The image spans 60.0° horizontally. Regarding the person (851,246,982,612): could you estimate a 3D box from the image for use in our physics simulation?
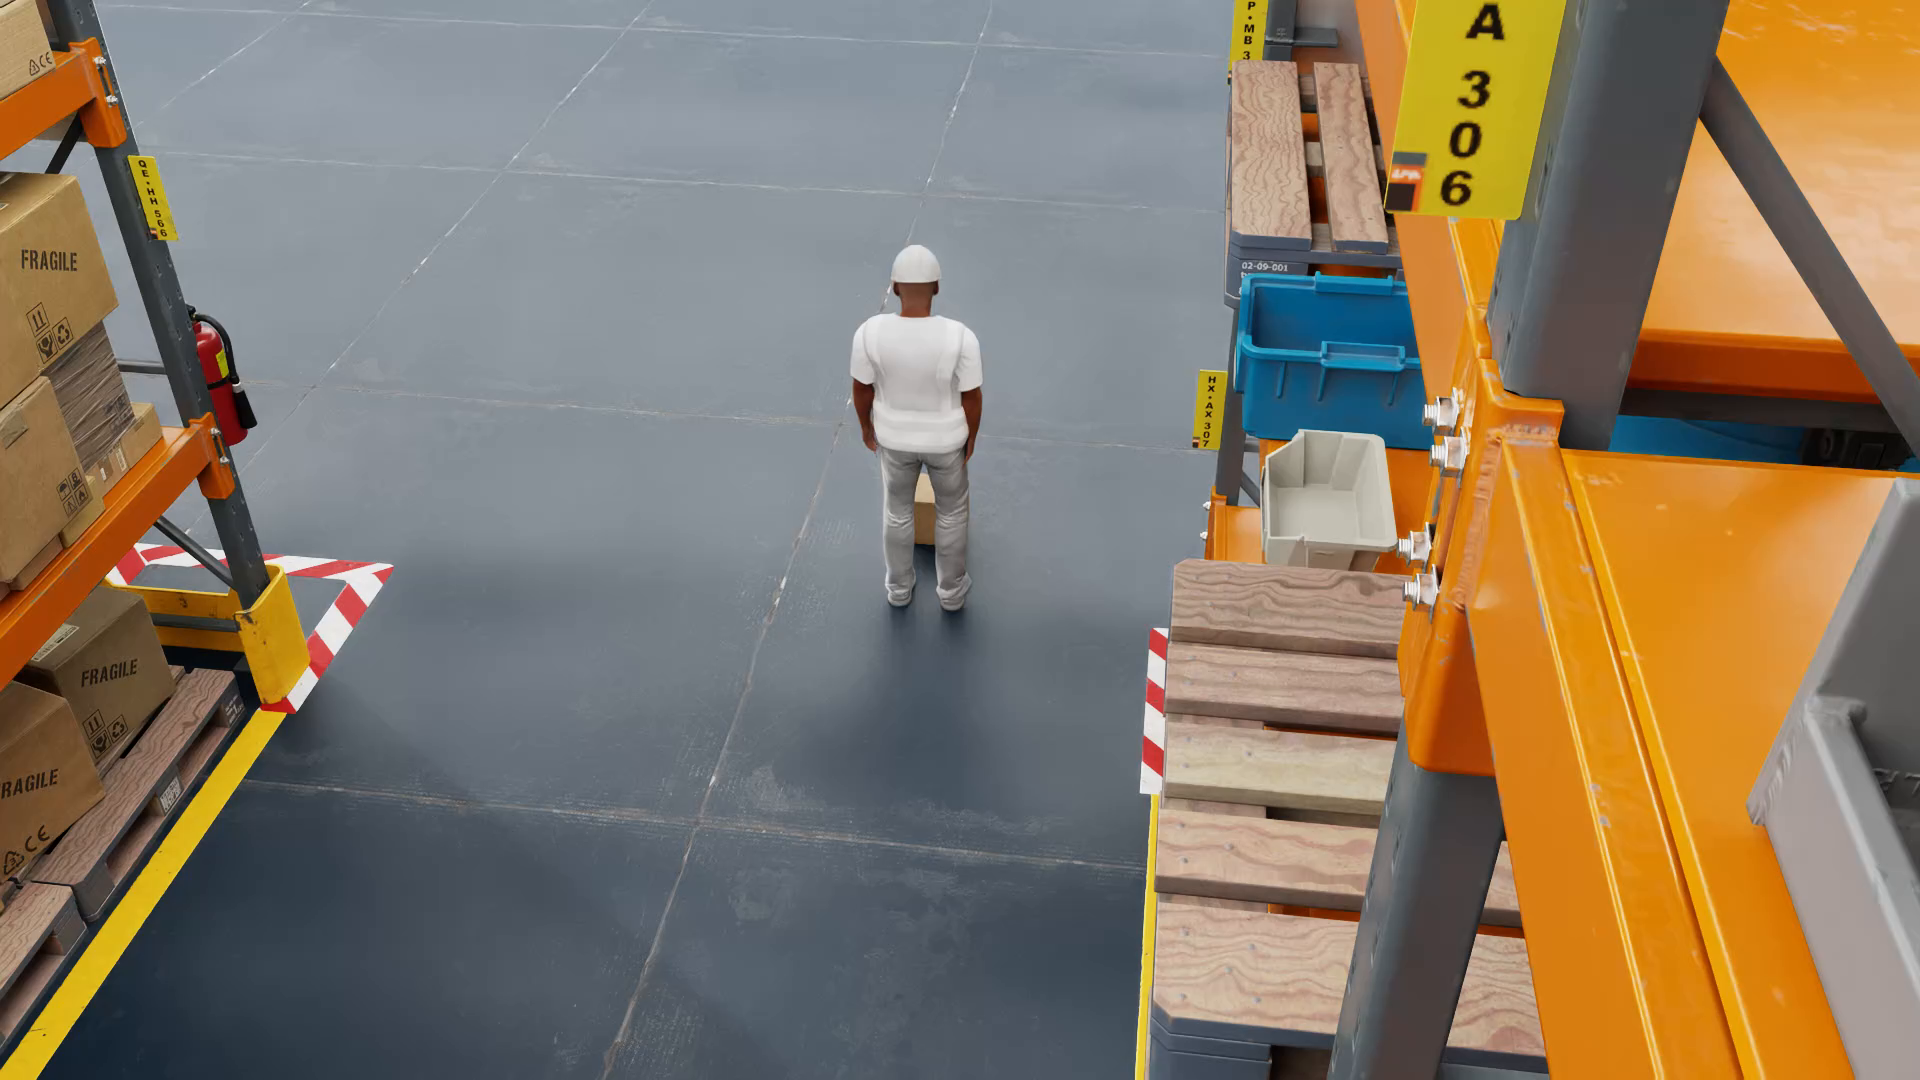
[{"bbox_3d":[-0.180,-0.467,7.276,0.568,1.758,0.368,5,36,7],"label":"person"}]
